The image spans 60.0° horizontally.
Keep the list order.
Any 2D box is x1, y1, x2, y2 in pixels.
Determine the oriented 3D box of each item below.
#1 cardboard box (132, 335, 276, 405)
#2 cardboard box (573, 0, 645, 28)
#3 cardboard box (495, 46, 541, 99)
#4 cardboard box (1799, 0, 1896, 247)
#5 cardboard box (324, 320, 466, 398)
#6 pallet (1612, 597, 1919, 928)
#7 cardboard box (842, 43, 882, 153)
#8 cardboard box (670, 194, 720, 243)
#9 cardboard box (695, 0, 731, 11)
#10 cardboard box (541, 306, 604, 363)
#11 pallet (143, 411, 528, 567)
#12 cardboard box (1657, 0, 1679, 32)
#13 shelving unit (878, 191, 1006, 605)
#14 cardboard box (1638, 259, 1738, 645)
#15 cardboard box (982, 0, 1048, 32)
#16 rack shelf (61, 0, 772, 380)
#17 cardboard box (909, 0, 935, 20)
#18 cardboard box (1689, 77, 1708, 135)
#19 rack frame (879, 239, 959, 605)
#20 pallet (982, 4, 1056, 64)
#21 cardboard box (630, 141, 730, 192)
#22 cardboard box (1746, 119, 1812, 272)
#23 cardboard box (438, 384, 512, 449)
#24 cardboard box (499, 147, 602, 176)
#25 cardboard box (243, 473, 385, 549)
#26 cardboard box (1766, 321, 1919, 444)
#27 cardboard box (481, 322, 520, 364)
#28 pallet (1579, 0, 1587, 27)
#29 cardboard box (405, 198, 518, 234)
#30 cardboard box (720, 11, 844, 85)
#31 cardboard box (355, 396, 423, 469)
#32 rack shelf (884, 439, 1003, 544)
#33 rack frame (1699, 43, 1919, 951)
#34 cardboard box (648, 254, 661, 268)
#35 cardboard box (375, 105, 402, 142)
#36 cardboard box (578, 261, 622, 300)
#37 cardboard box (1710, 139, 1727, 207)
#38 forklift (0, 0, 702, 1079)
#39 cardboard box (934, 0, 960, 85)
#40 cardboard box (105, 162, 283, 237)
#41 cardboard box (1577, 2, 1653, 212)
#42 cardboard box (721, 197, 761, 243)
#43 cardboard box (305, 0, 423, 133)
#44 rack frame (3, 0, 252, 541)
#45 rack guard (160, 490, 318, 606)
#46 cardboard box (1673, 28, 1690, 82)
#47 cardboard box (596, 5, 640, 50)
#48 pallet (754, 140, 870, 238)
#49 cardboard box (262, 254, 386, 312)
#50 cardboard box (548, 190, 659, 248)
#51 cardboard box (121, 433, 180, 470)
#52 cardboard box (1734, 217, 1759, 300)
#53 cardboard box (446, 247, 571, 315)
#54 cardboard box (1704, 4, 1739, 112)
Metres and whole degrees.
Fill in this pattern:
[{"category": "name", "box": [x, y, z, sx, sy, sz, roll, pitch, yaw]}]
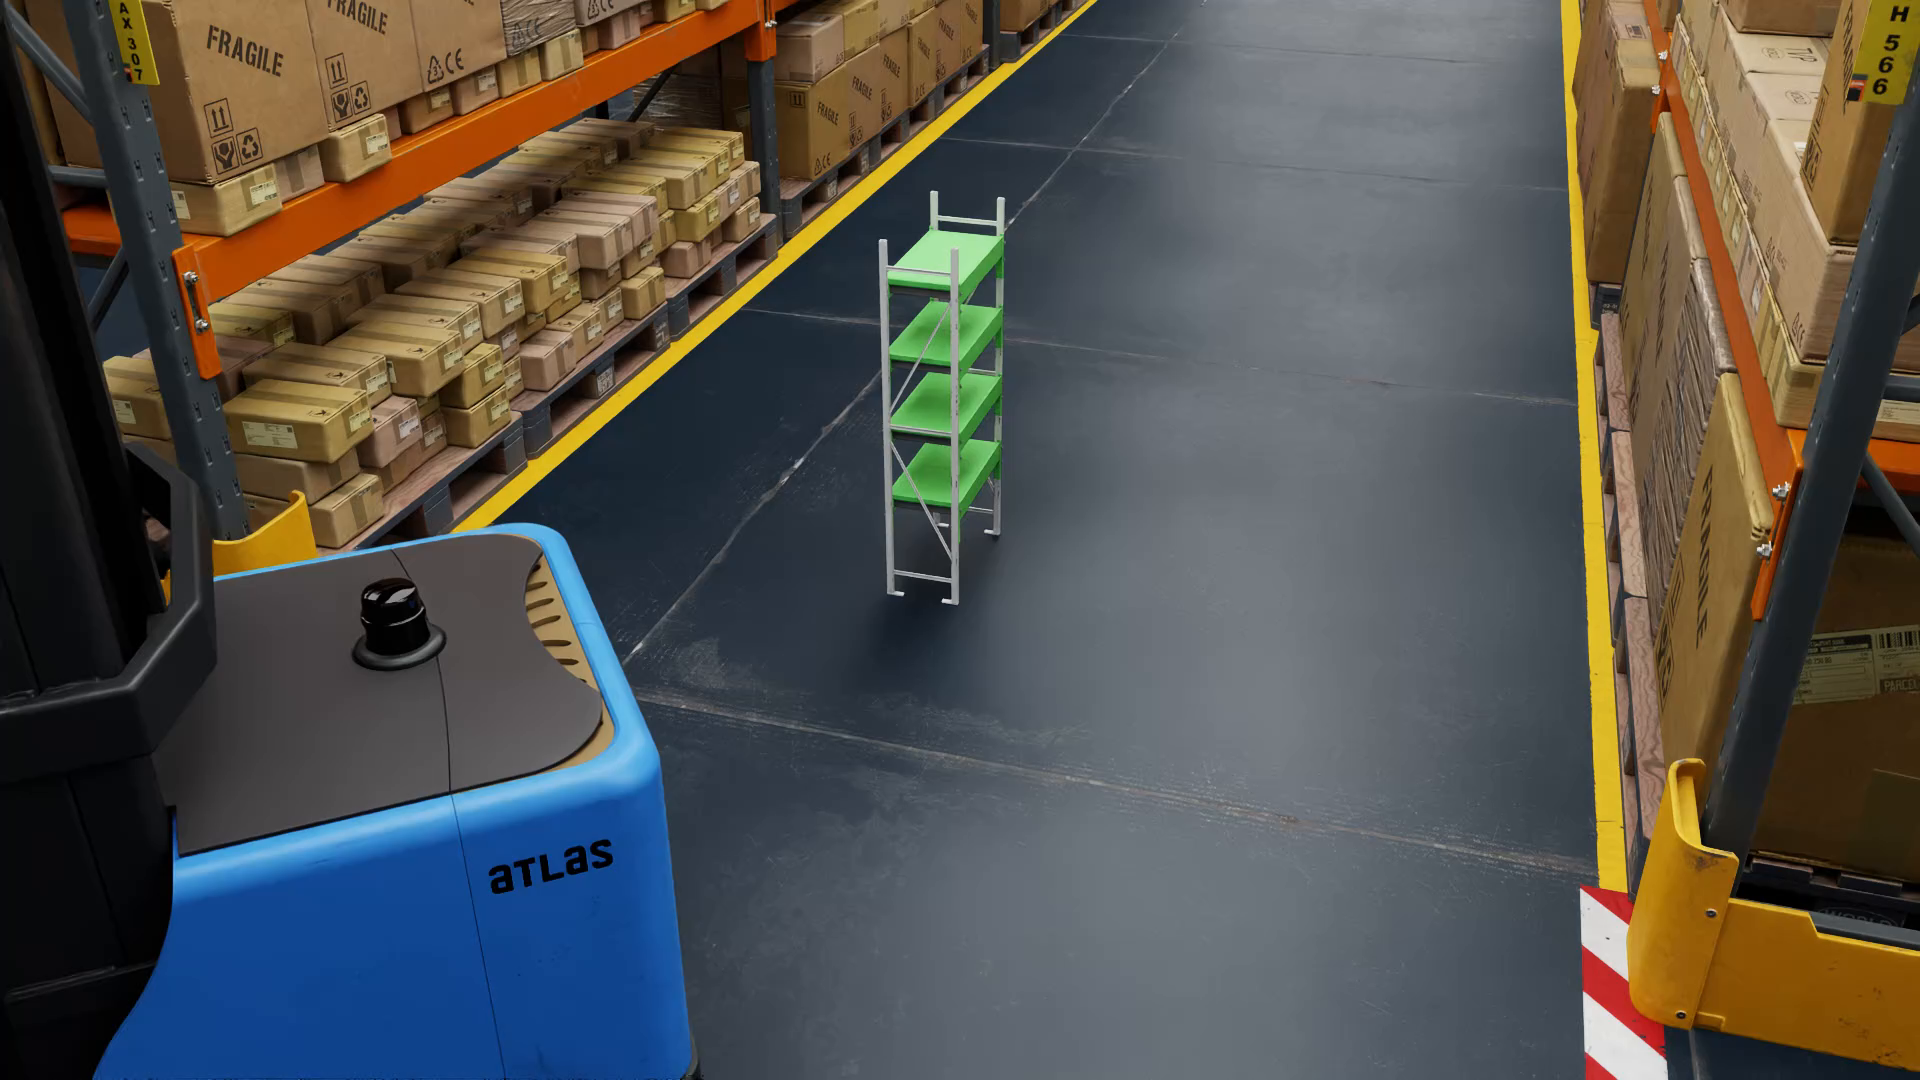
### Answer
[{"category": "cardboard box", "box": [-2.522, -0.571, 5.580, 0.380, 0.149, 0.250, 9, 30, 16]}, {"category": "cardboard box", "box": [-1.562, -2.278, 6.351, 0.500, 0.500, 0.500, 8, 30, 15]}, {"category": "cardboard box", "box": [-1.746, -1.709, 5.995, 0.380, 0.149, 0.250, 10, 30, 17]}, {"category": "cardboard box", "box": [2.040, -0.884, 3.331, 0.500, 0.500, 0.500, 9, 30, 15]}, {"category": "cardboard box", "box": [-1.923, -0.620, 5.667, 0.380, 0.149, 0.250, 8, 30, 15]}, {"category": "pallet", "box": [2.308, 0.608, 4.440, 1.003, 0.211, 1.213, 8, 30, 15]}, {"category": "cardboard box", "box": [-0.766, -2.484, 9.270, 0.500, 0.500, 0.500, 10, 31, 17]}, {"category": "cardboard box", "box": [-1.308, -1.463, 7.489, 0.380, 0.149, 0.250, 7, 30, 13]}, {"category": "cardboard box", "box": [-1.221, -2.430, 7.292, 0.380, 0.149, 0.250, 8, 30, 14]}, {"category": "cardboard box", "box": [-1.663, -0.839, 6.673, 0.380, 0.149, 0.250, 9, 30, 15]}, {"category": "pallet", "box": [-2.269, -0.172, 5.842, 1.003, 0.211, 1.213, 8, 30, 15]}, {"category": "cardboard box", "box": [3.198, -2.387, 6.852, 0.500, 0.500, 0.500, 9, 30, 15]}, {"category": "shelving unit", "box": [-0.049, -0.447, 5.320, 0.258, 1.200, 0.503, 8, 30, 15]}, {"category": "cardboard box", "box": [2.527, -0.215, 4.804, 0.875, 0.875, 0.875, 8, 30, 15]}, {"category": "cardboard box", "box": [0.049, -4.171, 12.045, 1.050, 0.750, 0.750, 8, 30, 14]}, {"category": "rack shelf", "box": [-1.977, -1.598, 6.277, 1.077, 0.370, 4.000, 8, 30, 15]}, {"category": "cardboard box", "box": [-0.468, -3.294, 9.954, 0.500, 0.250, 0.500, 9, 30, 16]}, {"category": "cardboard box", "box": [2.613, -1.401, 5.442, 0.380, 0.149, 0.250, 8, 30, 14]}, {"category": "rack frame", "box": [-0.120, -0.334, 5.116, 0.240, 1.200, 0.015, 8, 30, 15]}, {"category": "pallet", "box": [0.088, -3.838, 12.431, 1.003, 0.211, 1.213, 8, 30, 15]}, {"category": "cardboard box", "box": [-1.282, -1.712, 7.631, 0.380, 0.149, 0.250, 9, 30, 15]}, {"category": "cardboard box", "box": [2.186, -0.791, 3.935, 0.500, 0.250, 0.500, 8, 30, 14]}, {"category": "cardboard box", "box": [-1.859, -0.471, 6.012, 0.380, 0.149, 0.250, 9, 30, 15]}, {"category": "cardboard box", "box": [-1.853, -1.665, 7.546, 0.380, 0.149, 0.250, 8, 30, 14]}, {"category": "cardboard box", "box": [-2.104, -0.118, 5.378, 0.380, 0.149, 0.250, 9, 30, 16]}, {"category": "cardboard box", "box": [1.938, -0.331, 3.517, 0.380, 0.149, 0.250, 9, 30, 16]}, {"category": "cardboard box", "box": [-1.877, -0.744, 6.196, 0.380, 0.149, 0.250, 7, 30, 12]}, {"category": "pallet", "box": [5.443, -4.224, 13.126, 1.003, 0.211, 1.213, 8, 30, 15]}, {"category": "cardboard box", "box": [-2.062, -1.295, 6.881, 0.380, 0.149, 0.250, 7, 30, 13]}, {"category": "cardboard box", "box": [-0.920, -2.566, 8.645, 0.500, 0.250, 0.500, 7, 30, 13]}, {"category": "cardboard box", "box": [-2.030, -0.377, 5.536, 0.380, 0.149, 0.250, 8, 30, 15]}, {"category": "rack shelf", "box": [-0.049, -0.182, 5.468, 0.258, 0.148, 0.480, 8, 30, 15]}, {"category": "rack frame", "box": [2.148, -0.228, 3.074, 1.000, 3.000, 0.127, 8, 30, 15]}, {"category": "cardboard box", "box": [-1.545, -1.203, 7.327, 0.380, 0.149, 0.250, 8, 30, 14]}, {"category": "cardboard box", "box": [-2.045, -1.358, 5.365, 0.380, 0.149, 0.250, 10, 31, 17]}, {"category": "cardboard box", "box": [-1.629, -1.118, 6.868, 0.380, 0.149, 0.250, 7, 30, 12]}, {"category": "cardboard box", "box": [2.387, -1.041, 4.794, 0.380, 0.149, 0.250, 9, 30, 16]}, {"category": "forklift", "box": [-2.081, 0.094, 2.566, 3.031, 2.935, 1.130, -12, 31, -20]}, {"category": "cardboard box", "box": [-0.315, -3.208, 10.570, 0.500, 0.500, 0.500, 10, 31, 17]}, {"category": "cardboard box", "box": [-2.155, -0.977, 4.679, 0.380, 0.149, 0.250, 8, 30, 14]}, {"category": "cardboard box", "box": [3.752, -2.058, 8.117, 1.225, 0.875, 0.875, 7, 30, 13]}, {"category": "cardboard box", "box": [-1.179, -1.548, 7.949, 0.380, 0.149, 0.250, 9, 30, 16]}, {"category": "cardboard box", "box": [-2.035, -1.578, 5.092, 0.500, 0.500, 0.500, 9, 30, 15]}, {"category": "rack frame", "box": [-2.564, -0.983, 4.431, 1.000, 3.000, 0.127, 8, 30, 15]}, {"category": "rack guard", "box": [-2.541, 0.074, 5.102, 1.175, 0.500, 0.348, 8, 30, 15]}, {"category": "cardboard box", "box": [2.840, -1.765, 6.096, 0.380, 0.149, 0.250, 7, 30, 13]}, {"category": "cardboard box", "box": [-1.507, -2.068, 6.640, 0.380, 0.149, 0.250, 7, 30, 13]}, {"category": "pallet", "box": [-1.163, -1.985, 9.101, 1.003, 0.211, 1.213, 8, 30, 15]}, {"category": "cardboard box", "box": [-2.405, -0.954, 6.268, 0.380, 0.149, 0.250, 10, 31, 17]}, {"category": "cardboard box", "box": [-1.491, -1.347, 6.975, 0.380, 0.149, 0.250, 7, 30, 12]}, {"category": "cardboard box", "box": [-2.682, -0.336, 5.464, 0.380, 0.149, 0.250, 8, 30, 14]}, {"category": "cardboard box", "box": [2.162, -0.685, 4.154, 0.380, 0.149, 0.250, 9, 30, 16]}, {"category": "cardboard box", "box": [-1.718, -0.990, 6.332, 0.380, 0.149, 0.250, 9, 30, 16]}, {"category": "cardboard box", "box": [2.636, -1.498, 5.206, 0.500, 0.250, 0.500, 9, 30, 16]}]
